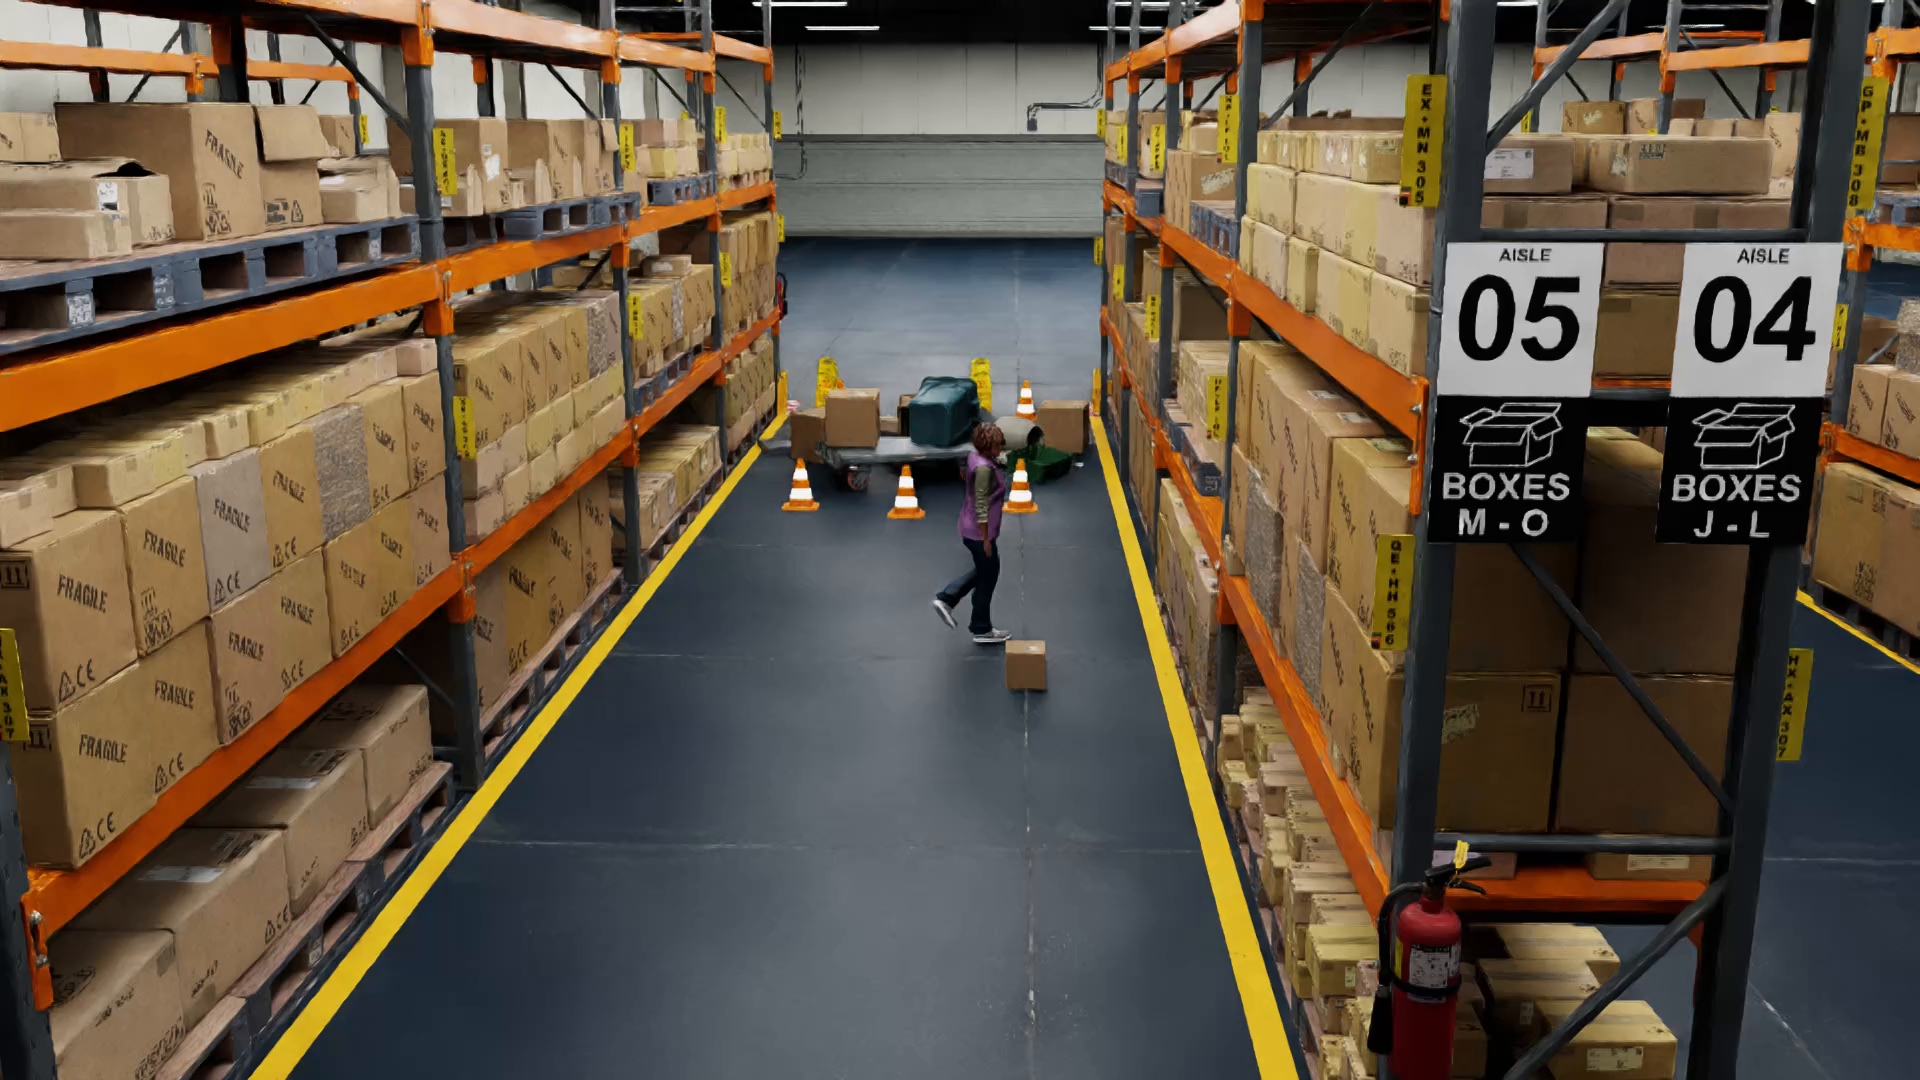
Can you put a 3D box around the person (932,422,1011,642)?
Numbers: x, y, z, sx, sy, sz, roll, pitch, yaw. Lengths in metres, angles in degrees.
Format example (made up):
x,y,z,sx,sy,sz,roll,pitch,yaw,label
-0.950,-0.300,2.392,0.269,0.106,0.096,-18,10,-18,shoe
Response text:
x,y,z,sx,sy,sz,roll,pitch,yaw,label
0.096,-0.033,11.205,0.545,1.560,0.463,-2,14,-7,person
